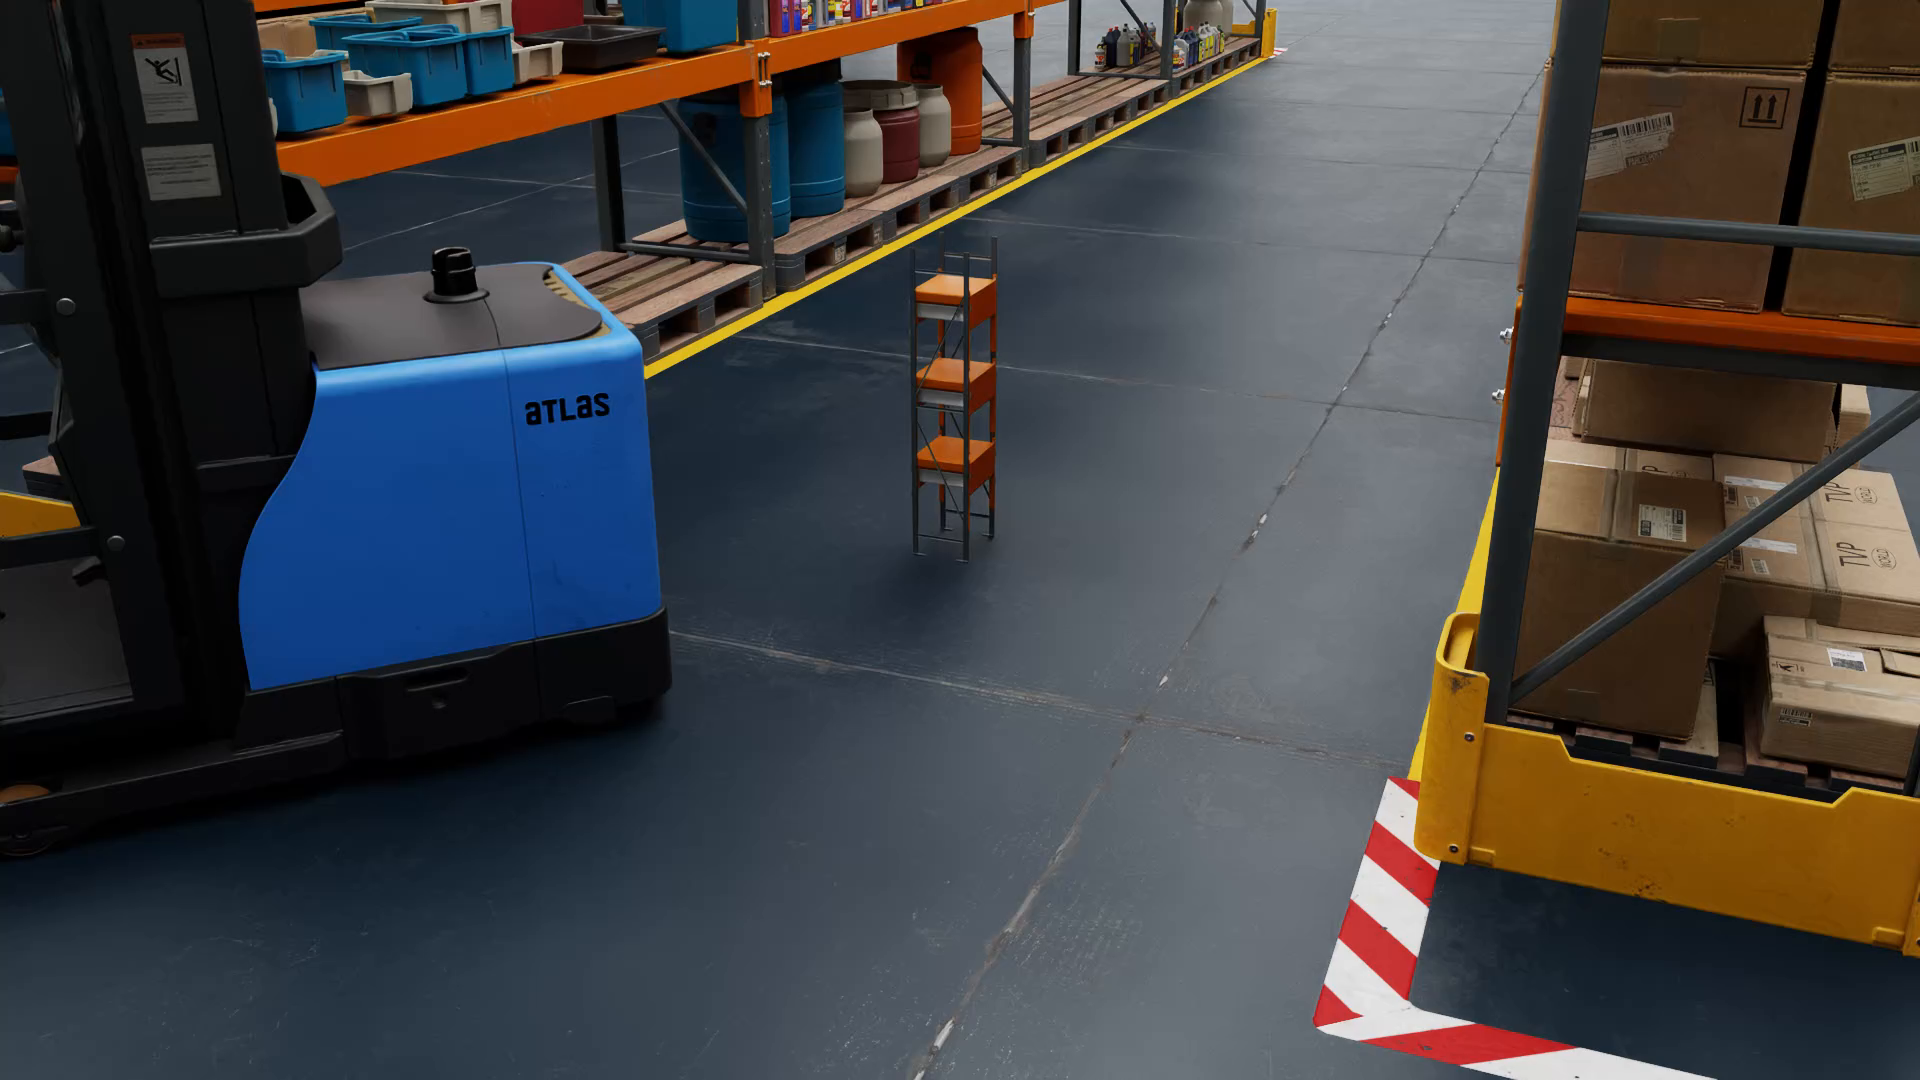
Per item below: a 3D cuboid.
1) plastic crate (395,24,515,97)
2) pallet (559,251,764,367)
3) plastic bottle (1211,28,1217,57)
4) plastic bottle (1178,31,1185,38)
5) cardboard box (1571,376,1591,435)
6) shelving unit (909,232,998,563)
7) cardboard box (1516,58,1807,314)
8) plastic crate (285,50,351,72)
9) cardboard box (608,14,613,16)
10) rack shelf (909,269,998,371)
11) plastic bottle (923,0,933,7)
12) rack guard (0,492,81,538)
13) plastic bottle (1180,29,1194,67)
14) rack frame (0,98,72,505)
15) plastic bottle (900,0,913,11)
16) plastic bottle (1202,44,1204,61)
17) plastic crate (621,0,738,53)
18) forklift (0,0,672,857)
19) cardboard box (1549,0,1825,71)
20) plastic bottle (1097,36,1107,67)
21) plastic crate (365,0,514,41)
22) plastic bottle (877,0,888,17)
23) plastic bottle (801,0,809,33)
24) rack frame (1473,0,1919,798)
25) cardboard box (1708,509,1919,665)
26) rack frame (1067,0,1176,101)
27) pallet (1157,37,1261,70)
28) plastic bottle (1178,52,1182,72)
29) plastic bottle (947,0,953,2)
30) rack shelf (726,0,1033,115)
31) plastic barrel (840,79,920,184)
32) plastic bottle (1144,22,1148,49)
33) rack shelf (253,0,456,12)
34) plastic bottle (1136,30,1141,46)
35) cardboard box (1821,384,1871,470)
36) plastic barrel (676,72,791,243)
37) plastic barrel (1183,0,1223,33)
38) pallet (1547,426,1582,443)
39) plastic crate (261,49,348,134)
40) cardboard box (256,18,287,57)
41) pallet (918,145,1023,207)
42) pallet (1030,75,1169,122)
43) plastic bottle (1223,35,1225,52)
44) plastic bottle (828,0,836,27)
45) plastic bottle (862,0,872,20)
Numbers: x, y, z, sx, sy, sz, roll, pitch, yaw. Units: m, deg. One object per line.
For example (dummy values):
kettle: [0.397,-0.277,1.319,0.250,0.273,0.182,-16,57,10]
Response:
plastic crate: [-1.950,-1.867,6.467,0.416,0.233,0.300,9,24,20]
pallet: [-1.700,-1.173,8.283,1.003,0.211,1.213,9,24,20]
plastic bottle: [2.549,-5.113,17.061,0.152,0.276,0.135,8,24,19]
plastic bottle: [2.275,-4.998,16.788,0.152,0.276,0.135,9,24,20]
cardboard box: [2.466,-0.483,6.120,0.380,0.166,0.250,9,24,20]
shelving unit: [-0.020,-0.465,5.502,0.215,1.050,0.252,9,24,20]
cardboard box: [1.563,-0.831,3.719,0.500,0.500,0.500,10,25,22]
plastic crate: [-2.519,-1.834,6.513,0.298,0.136,0.250,9,24,20]
cardboard box: [-3.740,-4.765,15.937,0.700,0.500,0.500,7,24,15]
rack shelf: [-0.020,-0.717,5.397,0.215,0.259,0.240,9,24,20]
plastic bottle: [-0.253,-3.471,10.232,0.144,0.351,0.185,9,24,20]
rack guard: [-2.945,-0.133,5.419,1.175,0.500,0.348,9,24,20]
plastic bottle: [2.194,-4.801,16.218,0.144,0.351,0.185,9,24,21]
rack frame: [-2.948,-1.297,4.962,1.000,3.000,0.127,9,24,20]
plastic bottle: [-0.371,-3.357,9.959,0.144,0.351,0.185,9,24,20]
plastic bottle: [2.391,-4.898,16.643,0.097,0.201,0.097,0,23,0]
plastic crate: [-1.319,-2.532,7.864,0.392,0.384,0.575,9,24,20]
forklift: [-2.357,-0.801,3.866,3.031,2.935,1.130,-10,25,-23]
cardboard box: [1.559,-1.292,3.525,0.500,0.500,0.500,9,24,20]
plastic bottle: [1.382,-4.760,16.207,0.061,0.283,0.133,10,25,23]
plastic crate: [-2.201,-2.181,7.155,0.437,0.282,0.530,9,24,20]
plastic bottle: [-0.507,-3.196,9.671,0.152,0.276,0.135,9,24,20]
plastic bottle: [-0.855,-2.798,8.815,0.097,0.201,0.097,0,23,0]
rack frame: [1.649,-0.586,3.261,1.000,3.000,0.127,9,24,20]
cardboard box: [2.300,0.147,4.504,0.500,0.250,0.500,9,24,20]
rack frame: [1.509,-5.591,15.243,1.000,3.000,0.127,9,24,20]
pallet: [2.704,-5.412,18.432,1.003,0.211,1.213,9,24,20]
plastic bottle: [2.072,-4.590,15.907,0.097,0.201,0.097,0,23,0]
plastic bottle: [-0.093,-3.532,10.571,0.097,0.201,0.097,0,23,0]
rack shelf: [-0.720,-3.112,10.241,1.077,0.370,4.000,9,24,20]
plastic barrel: [-0.562,-2.659,10.807,0.600,0.588,0.708,9,24,20]
plastic bottle: [1.931,-5.289,17.474,0.061,0.283,0.133,9,24,21]
rack shelf: [-5.318,-3.821,11.939,1.077,0.370,4.000,9,24,20]
plastic bottle: [1.777,-4.991,16.760,0.061,0.283,0.133,9,24,20]
cardboard box: [2.908,-0.467,5.894,0.500,0.311,0.500,9,24,20]
plastic barrel: [-1.245,-2.146,9.173,0.600,0.901,0.708,9,24,20]
plastic barrel: [2.635,-5.642,18.049,0.421,0.512,0.421,0,23,0]
pallet: [2.428,-0.047,5.589,1.003,0.211,1.213,9,24,20]
plastic crate: [-2.306,-1.524,5.646,0.416,0.233,0.300,9,24,20]
cardboard box: [-5.511,-3.202,11.736,1.225,0.875,0.875,8,24,18]
pallet: [-0.231,-2.585,11.664,1.003,0.211,1.213,9,24,20]
pallet: [1.254,-4.018,15.094,1.003,0.211,1.213,9,24,20]
plastic bottle: [2.720,-5.214,17.401,0.097,0.201,0.097,0,23,0]
plastic bottle: [-0.732,-2.948,9.083,0.097,0.271,0.097,0,23,0]
plastic bottle: [-0.593,-3.113,9.472,0.152,0.276,0.135,9,24,20]
